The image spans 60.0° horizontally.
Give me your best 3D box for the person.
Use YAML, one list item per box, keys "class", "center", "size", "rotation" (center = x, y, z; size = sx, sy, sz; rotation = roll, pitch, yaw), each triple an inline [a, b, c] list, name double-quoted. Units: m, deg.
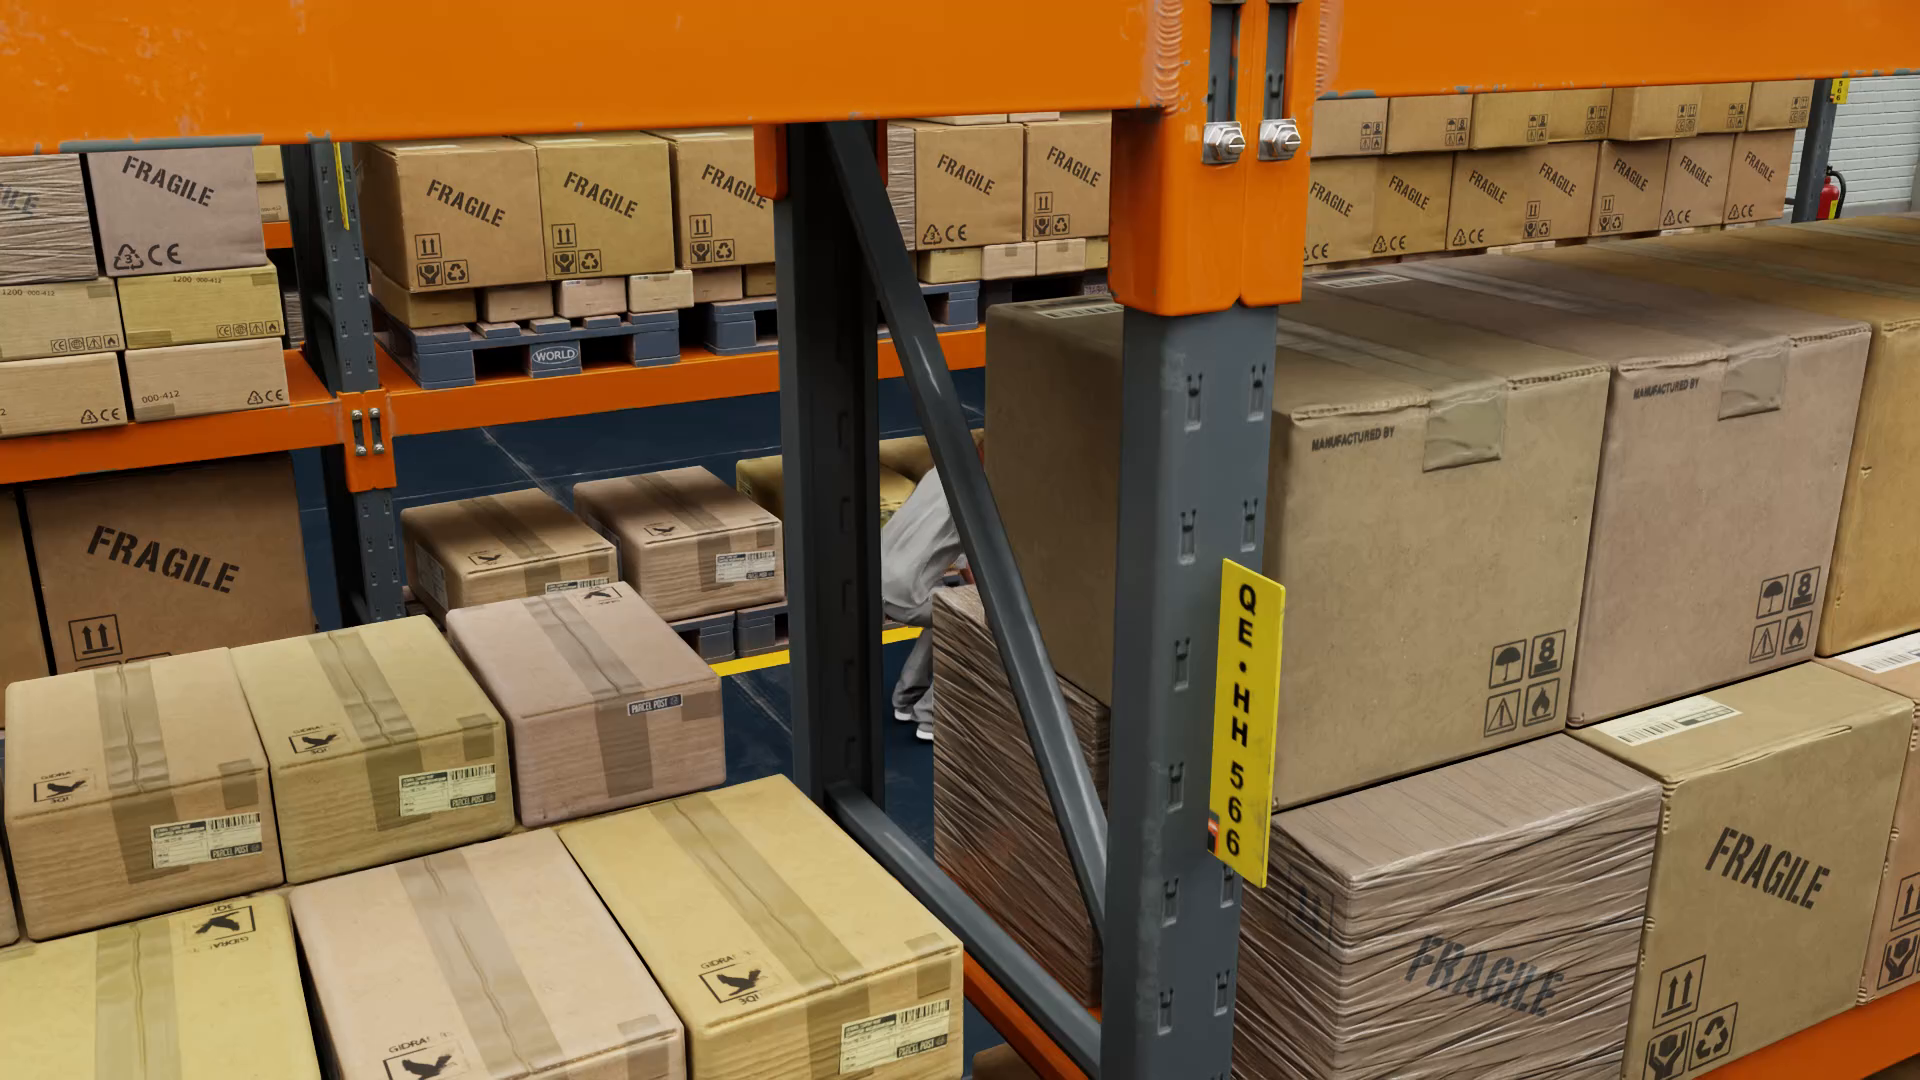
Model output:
- class: "person"
  center: [-0.056, 0.166, 6.322]
  size: [0.736, 1.129, 0.462]
  rotation: [-10, 21, -27]
